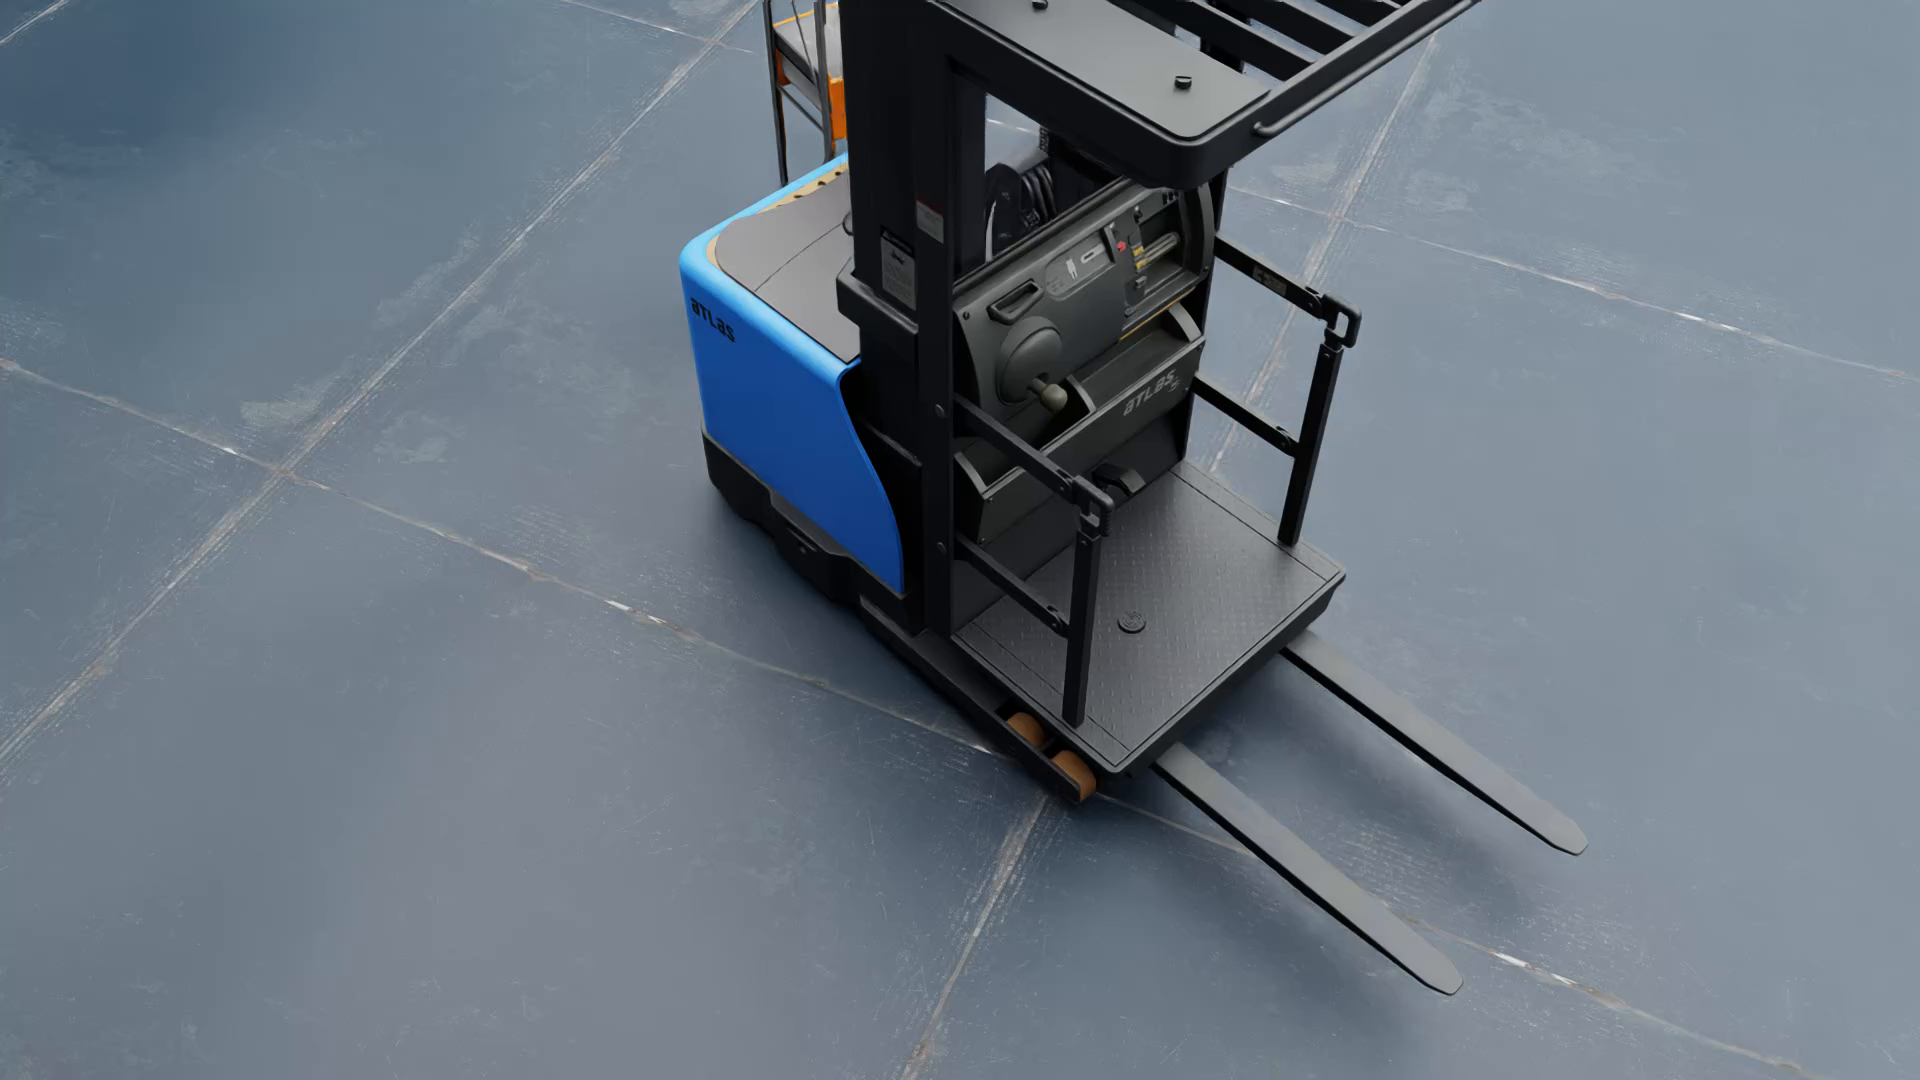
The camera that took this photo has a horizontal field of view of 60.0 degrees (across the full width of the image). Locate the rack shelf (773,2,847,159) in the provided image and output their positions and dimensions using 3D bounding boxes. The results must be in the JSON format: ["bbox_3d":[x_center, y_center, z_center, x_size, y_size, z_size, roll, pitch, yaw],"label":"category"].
[{"bbox_3d":[-0.332,-1.545,5.702,0.480,0.518,0.431,-26,54,-21],"label":"rack shelf"}]

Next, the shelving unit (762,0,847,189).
[{"bbox_3d":[-0.332,-1.554,5.692,0.503,2.100,0.431,-26,54,-21],"label":"shelving unit"}]

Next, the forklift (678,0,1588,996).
[{"bbox_3d":[0.498,-0.598,4.334,1.130,2.935,3.031,-36,59,-27],"label":"forklift"}]

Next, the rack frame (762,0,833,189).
[{"bbox_3d":[-0.537,-1.452,5.606,0.015,2.100,0.400,-26,54,-21],"label":"rack frame"}]

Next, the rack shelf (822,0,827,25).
[{"bbox_3d":[-0.334,-2.000,5.171,0.480,0.518,0.431,-26,54,-21],"label":"rack shelf"}]
